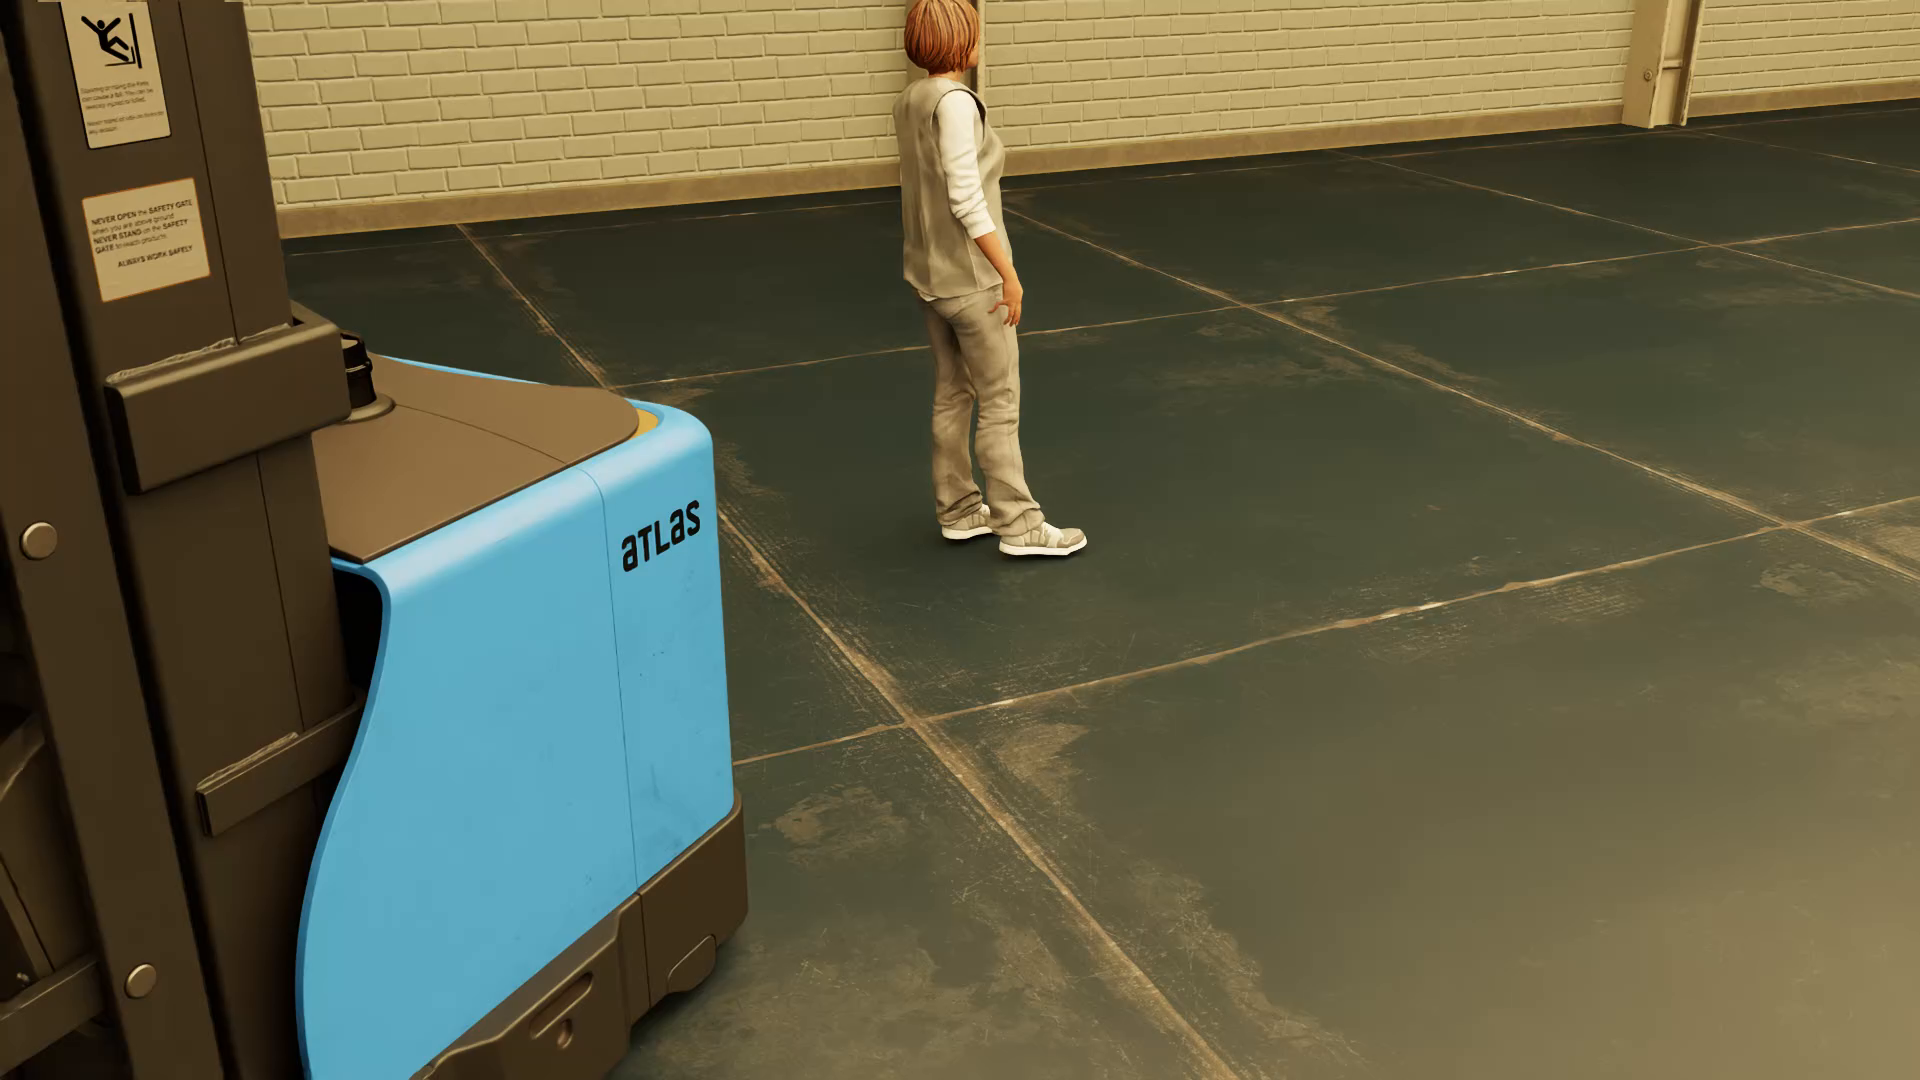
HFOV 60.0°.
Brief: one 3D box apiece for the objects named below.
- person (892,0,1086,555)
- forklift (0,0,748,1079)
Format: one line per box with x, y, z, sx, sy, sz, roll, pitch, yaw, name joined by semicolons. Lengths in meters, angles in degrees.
0.073;-0.745;4.817;0.475;1.582;0.520;-10;25;-23;person
-1.535;-0.167;1.687;1.130;2.935;3.031;11;25;25;forklift
